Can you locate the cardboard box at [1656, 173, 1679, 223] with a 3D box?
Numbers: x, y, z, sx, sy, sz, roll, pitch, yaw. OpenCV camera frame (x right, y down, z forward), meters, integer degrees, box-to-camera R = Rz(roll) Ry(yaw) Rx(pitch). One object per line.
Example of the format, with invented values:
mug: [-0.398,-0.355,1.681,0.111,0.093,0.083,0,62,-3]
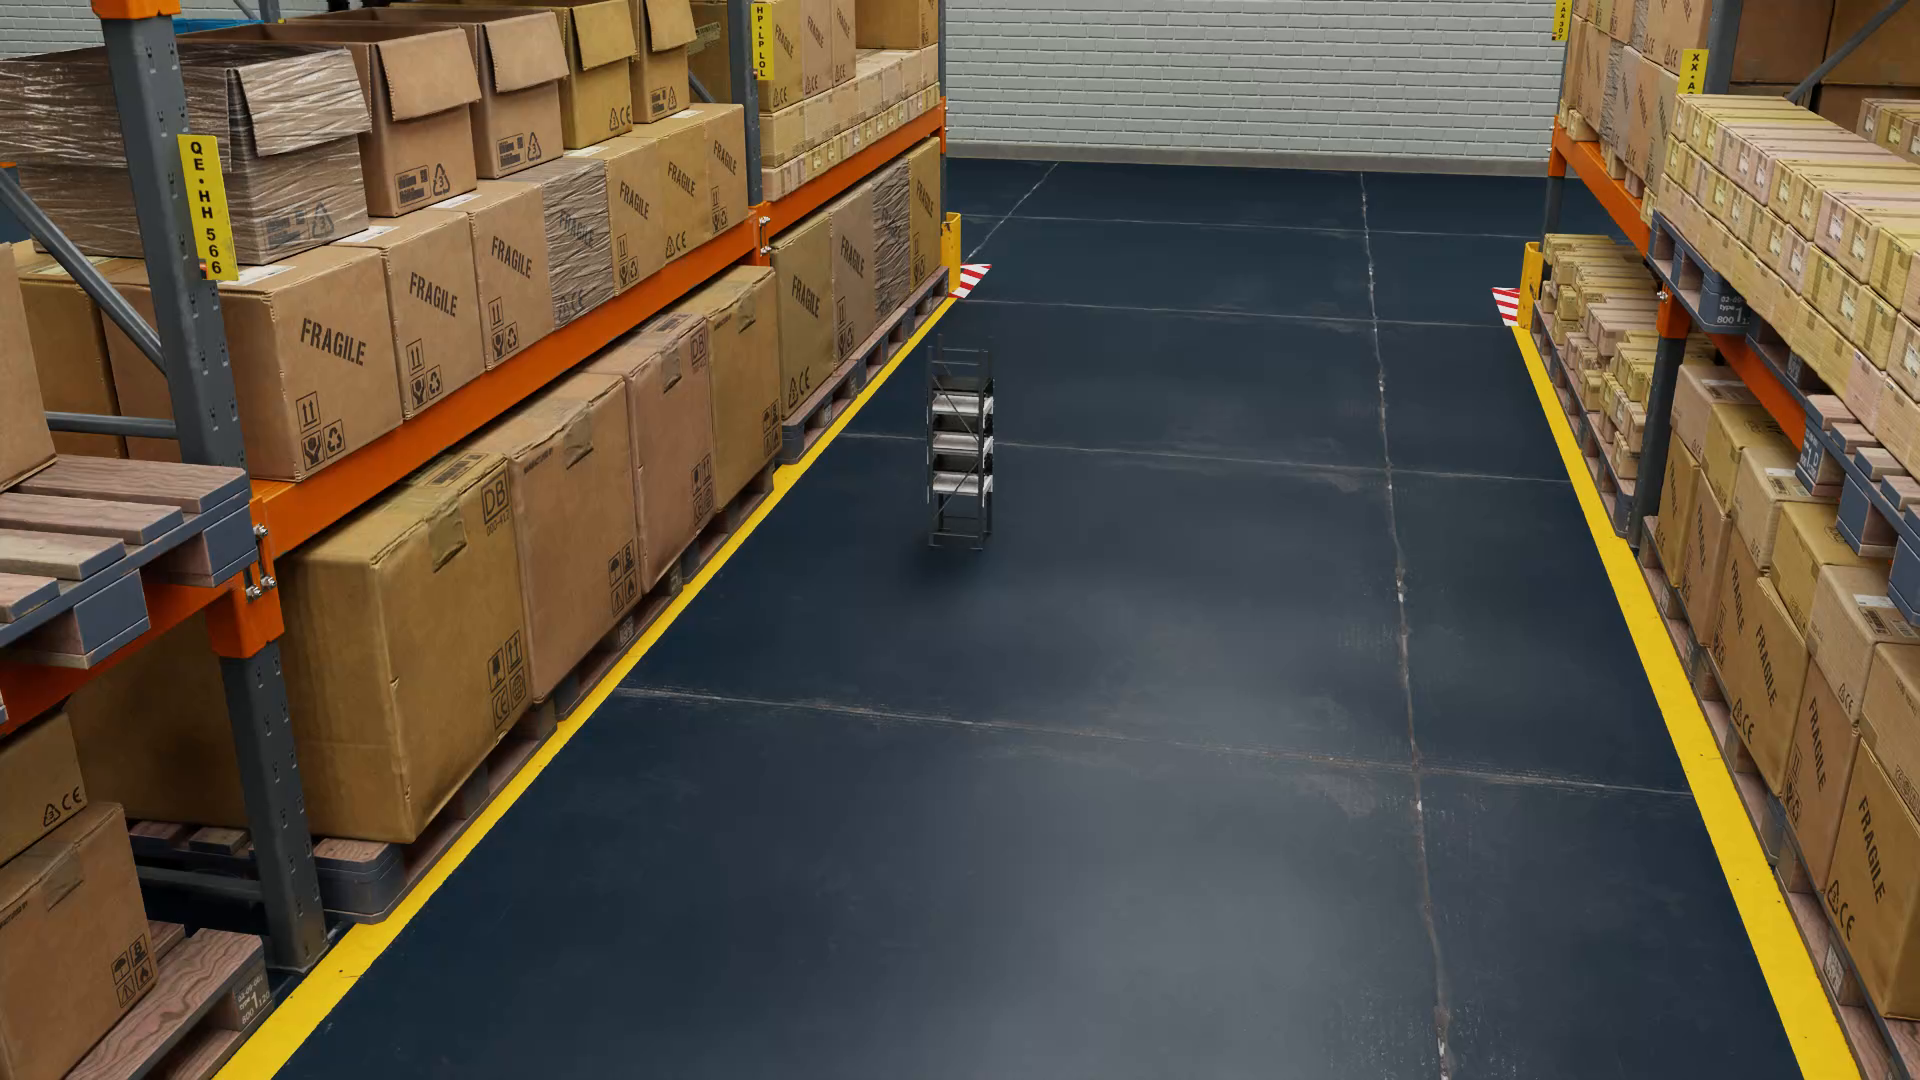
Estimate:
cardboard box: [2.892,-1.301,6.342,0.380,0.149,0.250,3,22,8]

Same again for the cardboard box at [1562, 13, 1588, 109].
cardboard box: [3.876,-2.835,9.847,0.500,0.500,0.500,6,23,13]

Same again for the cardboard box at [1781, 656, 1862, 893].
cardboard box: [2.594,0.646,4.518,0.500,0.500,0.500,5,23,13]

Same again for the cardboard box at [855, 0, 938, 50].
cardboard box: [-0.439,-3.427,10.647,0.500,0.500,0.500,5,22,12]

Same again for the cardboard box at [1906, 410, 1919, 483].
cardboard box: [2.257,-0.162,3.515,0.380,0.149,0.250,5,22,12]

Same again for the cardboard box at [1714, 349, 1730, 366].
cardboard box: [3.844,-0.879,7.980,0.380,0.149,0.250,4,22,10]

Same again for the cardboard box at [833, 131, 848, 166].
cardboard box: [-0.816,-2.095,8.876,0.380,0.149,0.250,4,22,10]

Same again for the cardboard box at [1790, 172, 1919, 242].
cardboard box: [2.523,-0.910,4.575,0.380,0.149,0.250,6,23,14]

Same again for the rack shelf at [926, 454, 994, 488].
rack shelf: [0.002,-0.306,7.239,0.258,0.077,0.200,4,22,11]

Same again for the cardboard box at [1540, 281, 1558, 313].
cardboard box: [3.818,-1.499,10.315,0.380,0.149,0.250,5,22,12]

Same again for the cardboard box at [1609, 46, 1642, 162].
cardboard box: [3.454,-2.086,7.985,0.500,0.500,0.500,4,22,11]

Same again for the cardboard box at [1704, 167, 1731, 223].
cardboard box: [2.736,-1.154,5.580,0.380,0.149,0.250,4,22,9]

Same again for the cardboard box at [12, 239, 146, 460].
cardboard box: [-2.371,-0.529,4.519,0.500,0.500,0.500,5,23,13]

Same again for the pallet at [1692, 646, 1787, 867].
pallet: [3.018,0.695,5.346,1.003,0.211,1.213,4,22,11]

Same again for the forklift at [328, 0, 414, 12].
forklift: [-3.132,-2.365,9.301,1.130,2.935,3.031,7,23,17]

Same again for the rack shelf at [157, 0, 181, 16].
rack shelf: [-1.821,-2.073,5.432,1.077,0.370,4.000,4,22,11]

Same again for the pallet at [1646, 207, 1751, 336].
pallet: [3.124,-0.974,6.013,1.003,0.211,1.213,4,22,11]

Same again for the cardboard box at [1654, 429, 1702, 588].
cardboard box: [3.012,-0.117,6.412,0.500,0.500,0.500,5,23,13]

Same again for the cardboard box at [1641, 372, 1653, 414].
cardboard box: [3.240,-0.630,7.359,0.380,0.149,0.250,5,22,12]

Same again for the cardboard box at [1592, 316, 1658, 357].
cardboard box: [3.391,-1.013,8.310,0.380,0.149,0.250,3,22,8]

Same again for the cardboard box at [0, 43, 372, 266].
cardboard box: [-2.064,-1.061,4.497,0.797,0.503,0.637,5,23,13]

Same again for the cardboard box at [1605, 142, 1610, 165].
cardboard box: [3.583,-2.010,8.665,0.380,0.149,0.250,5,23,13]

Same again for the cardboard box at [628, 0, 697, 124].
cardboard box: [-1.535,-2.024,6.887,0.797,0.503,0.637,4,22,10]

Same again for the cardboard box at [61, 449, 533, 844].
cardboard box: [-2.068,0.257,4.983,1.225,0.875,0.875,3,22,8]

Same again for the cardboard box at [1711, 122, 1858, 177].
cardboard box: [2.733,-1.289,5.518,0.380,0.149,0.250,4,22,10]

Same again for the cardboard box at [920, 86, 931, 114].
cardboard box: [-0.398,-2.842,10.732,0.380,0.149,0.250,5,22,11]

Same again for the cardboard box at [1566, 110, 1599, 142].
cardboard box: [3.733,-2.394,9.618,0.380,0.149,0.250,4,22,9]

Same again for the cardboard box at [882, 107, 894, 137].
cardboard box: [-0.606,-2.469,9.805,0.380,0.149,0.250,5,22,11]

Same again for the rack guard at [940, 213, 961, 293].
rack guard: [-0.592,-2.059,11.796,1.175,0.500,0.348,4,22,11]

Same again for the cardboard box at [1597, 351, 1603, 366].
cardboard box: [3.510,-0.956,8.567,0.380,0.149,0.250,3,22,8]

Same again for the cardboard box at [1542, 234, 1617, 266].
cardboard box: [3.799,-1.777,10.208,0.380,0.149,0.250,3,22,8]

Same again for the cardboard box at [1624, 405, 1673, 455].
cardboard box: [3.175,-0.481,7.389,0.380,0.149,0.250,5,22,12]

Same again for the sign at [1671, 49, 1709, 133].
sign: [2.890,-1.771,6.578,0.100,0.325,0.005,4,22,11]

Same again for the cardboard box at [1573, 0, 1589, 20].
cardboard box: [3.887,-3.298,9.658,0.500,0.500,0.500,4,22,11]

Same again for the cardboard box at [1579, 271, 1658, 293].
cardboard box: [3.648,-1.387,9.239,0.380,0.149,0.250,5,23,13]

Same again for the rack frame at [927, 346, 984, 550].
rack frame: [-0.019,-0.383,7.101,0.240,0.900,0.006,4,22,11]

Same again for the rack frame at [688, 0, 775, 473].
rack frame: [-1.413,-1.746,7.675,1.000,3.000,0.127,4,22,11]

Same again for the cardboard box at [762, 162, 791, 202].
cardboard box: [-1.027,-1.713,7.927,0.380,0.149,0.250,5,22,11]

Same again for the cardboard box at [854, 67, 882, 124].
cardboard box: [-0.745,-2.518,9.392,0.500,0.250,0.500,4,22,11]

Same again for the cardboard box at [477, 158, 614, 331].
cardboard box: [-1.555,-1.046,5.802,0.500,0.500,0.500,5,22,11]

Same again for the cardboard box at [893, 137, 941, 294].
cardboard box: [-0.649,-2.178,11.029,0.875,0.875,0.875,4,22,11]

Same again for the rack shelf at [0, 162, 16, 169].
rack shelf: [-5.853,-2.522,10.563,1.077,0.370,4.000,4,22,11]

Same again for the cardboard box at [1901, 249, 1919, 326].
cardboard box: [2.311,-0.528,3.628,0.380,0.149,0.250,4,22,10]

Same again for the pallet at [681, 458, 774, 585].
pallet: [-1.496,-0.165,7.480,1.003,0.211,1.213,4,22,11]

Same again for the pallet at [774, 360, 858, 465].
pallet: [-1.181,-0.725,8.871,1.003,0.211,1.213,4,22,11]

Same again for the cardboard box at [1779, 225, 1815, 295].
cardboard box: [2.522,-0.772,4.631,0.380,0.149,0.250,5,22,12]

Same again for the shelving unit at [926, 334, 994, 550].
shelving unit: [0.002,-0.420,7.193,0.258,0.900,0.210,4,22,11]

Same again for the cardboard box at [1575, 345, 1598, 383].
cardboard box: [3.516,-0.933,8.908,0.380,0.149,0.250,4,22,11]

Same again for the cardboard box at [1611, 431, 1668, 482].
cardboard box: [3.169,-0.373,7.519,0.380,0.149,0.250,5,22,12]

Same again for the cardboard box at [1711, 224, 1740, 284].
cardboard box: [2.682,-0.923,5.404,0.380,0.149,0.250,3,22,9]

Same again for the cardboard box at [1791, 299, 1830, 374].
cardboard box: [2.469,-0.536,4.444,0.380,0.149,0.250,3,22,9]

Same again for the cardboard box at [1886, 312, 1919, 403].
cardboard box: [2.314,-0.398,3.702,0.380,0.149,0.250,5,23,13]

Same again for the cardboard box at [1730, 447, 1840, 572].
cardboard box: [2.798,-0.083,5.325,0.500,0.250,0.500,5,23,13]

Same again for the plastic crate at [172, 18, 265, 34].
plastic crate: [-5.331,-3.494,11.887,0.616,0.435,0.499,4,22,11]

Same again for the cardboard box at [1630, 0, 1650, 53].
cardboard box: [3.472,-2.548,7.793,0.500,0.500,0.500,5,22,12]
